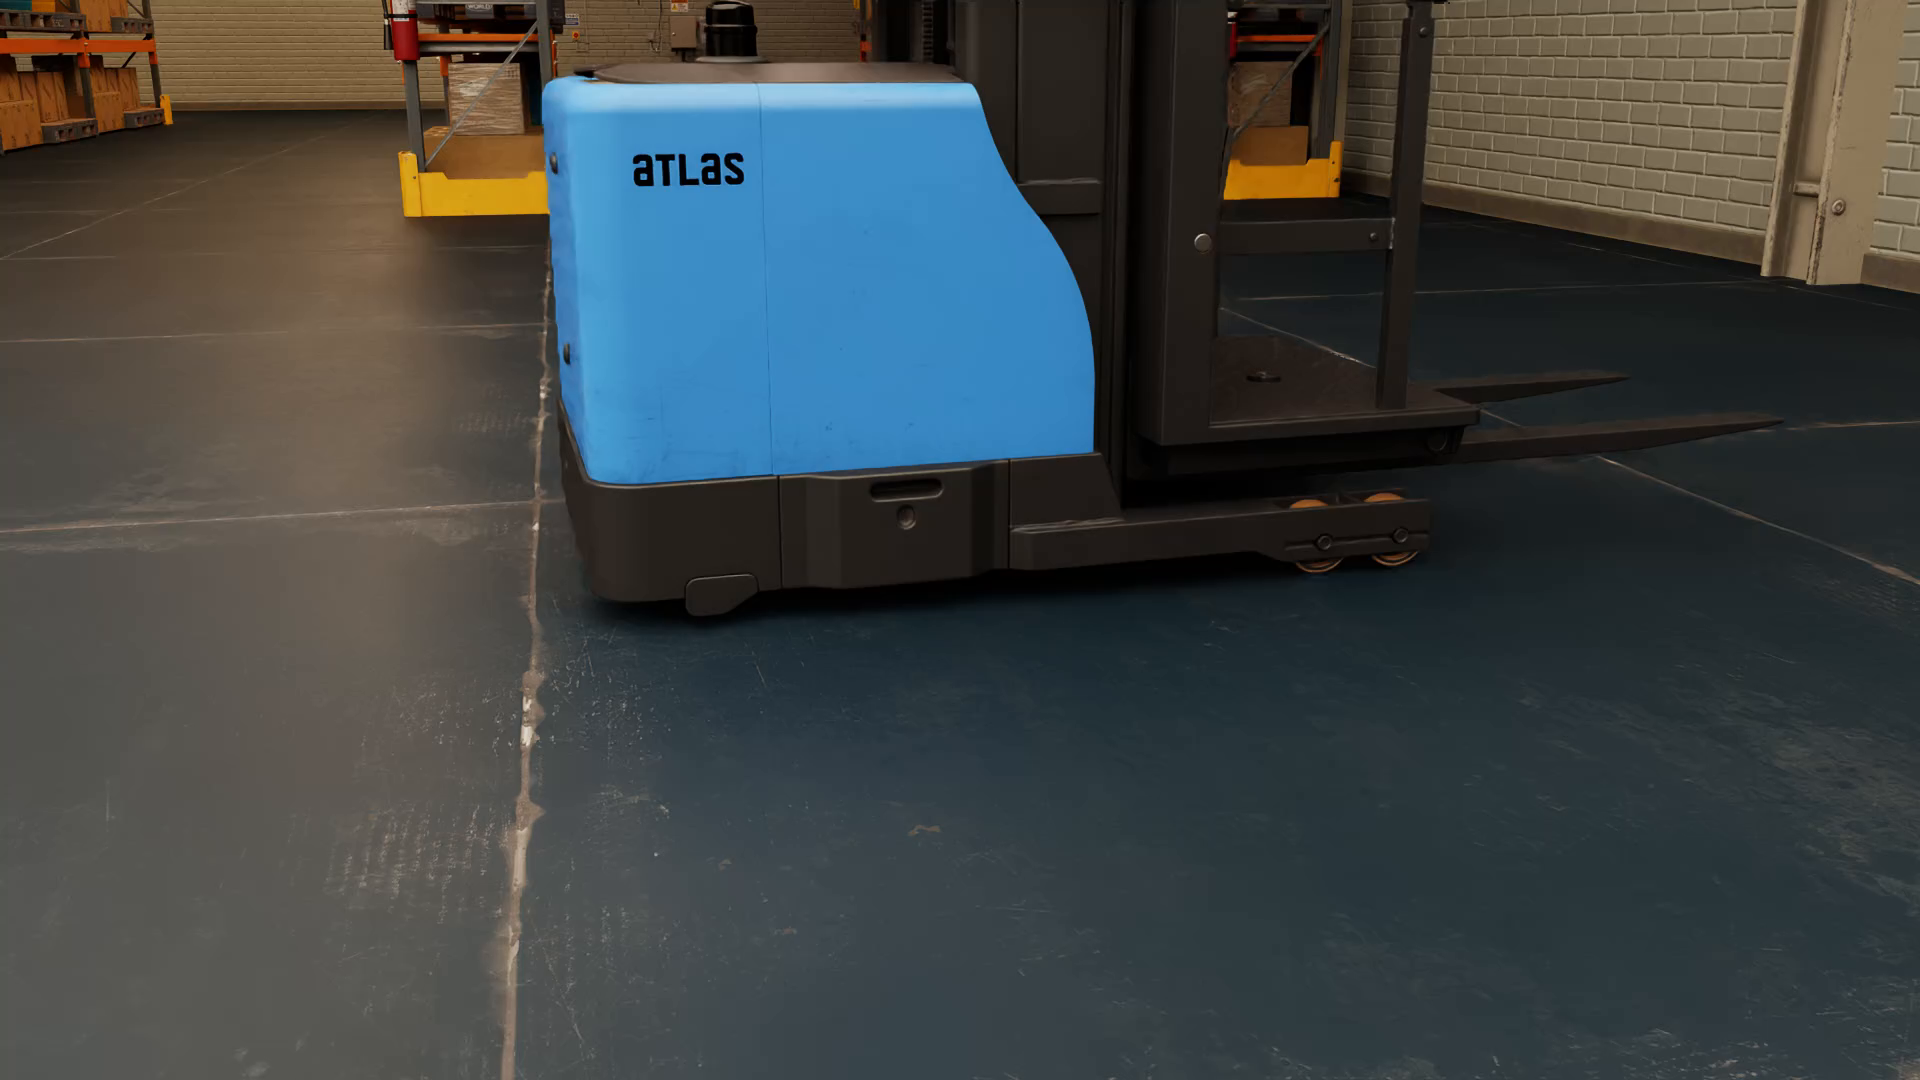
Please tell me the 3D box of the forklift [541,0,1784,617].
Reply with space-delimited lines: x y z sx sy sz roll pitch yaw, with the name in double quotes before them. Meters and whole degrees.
"forklift" 0.574 -1.468 3.812 3.031 2.935 1.130 -5 17 -16
